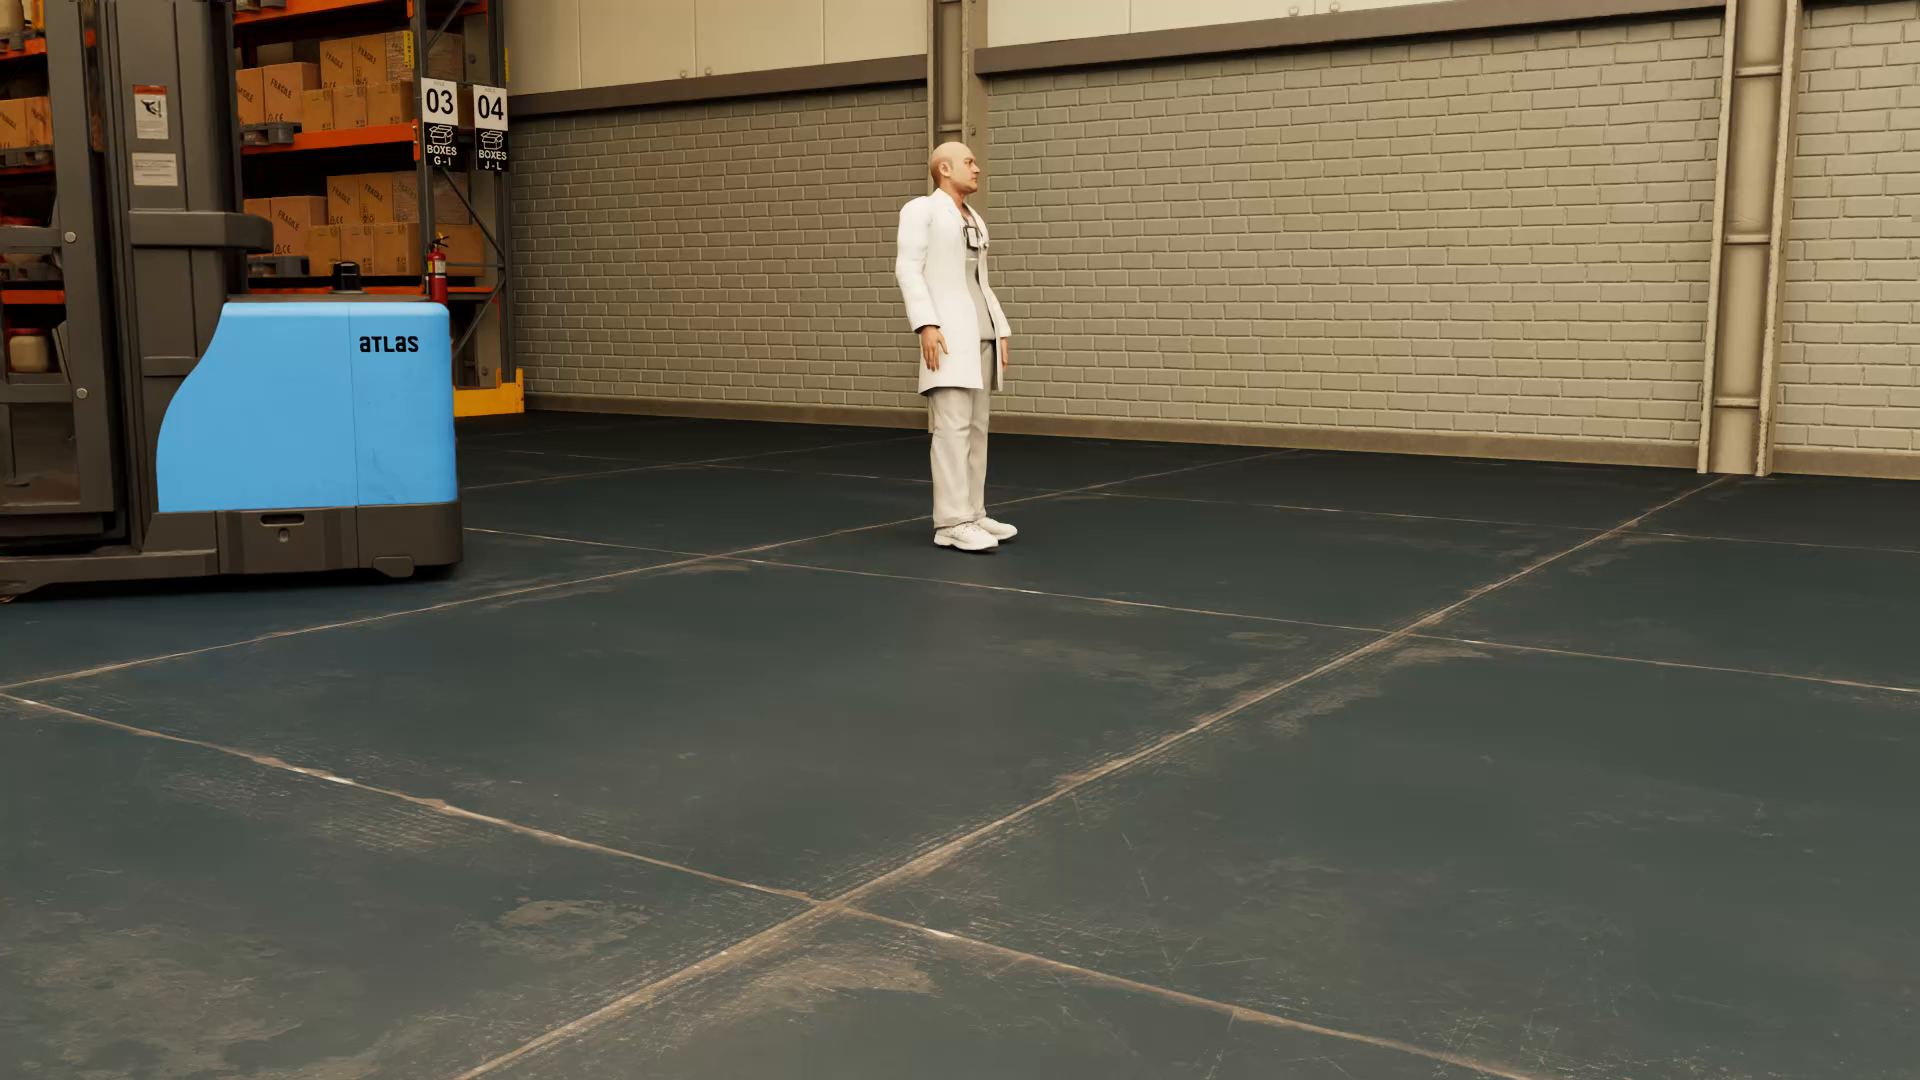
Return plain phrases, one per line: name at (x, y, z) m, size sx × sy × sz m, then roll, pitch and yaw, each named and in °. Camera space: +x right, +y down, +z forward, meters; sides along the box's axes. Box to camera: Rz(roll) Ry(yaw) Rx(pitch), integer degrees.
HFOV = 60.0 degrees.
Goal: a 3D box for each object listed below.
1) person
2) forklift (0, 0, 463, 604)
person at (0.072, -0.879, 7.424) m, size 0.581 × 1.775 × 0.694 m, roll 5°, pitch 10°, yaw 34°
forklift at (-3.525, -1.295, 6.301) m, size 3.031 × 2.935 × 1.130 m, roll -2°, pitch 8°, yaw -17°
